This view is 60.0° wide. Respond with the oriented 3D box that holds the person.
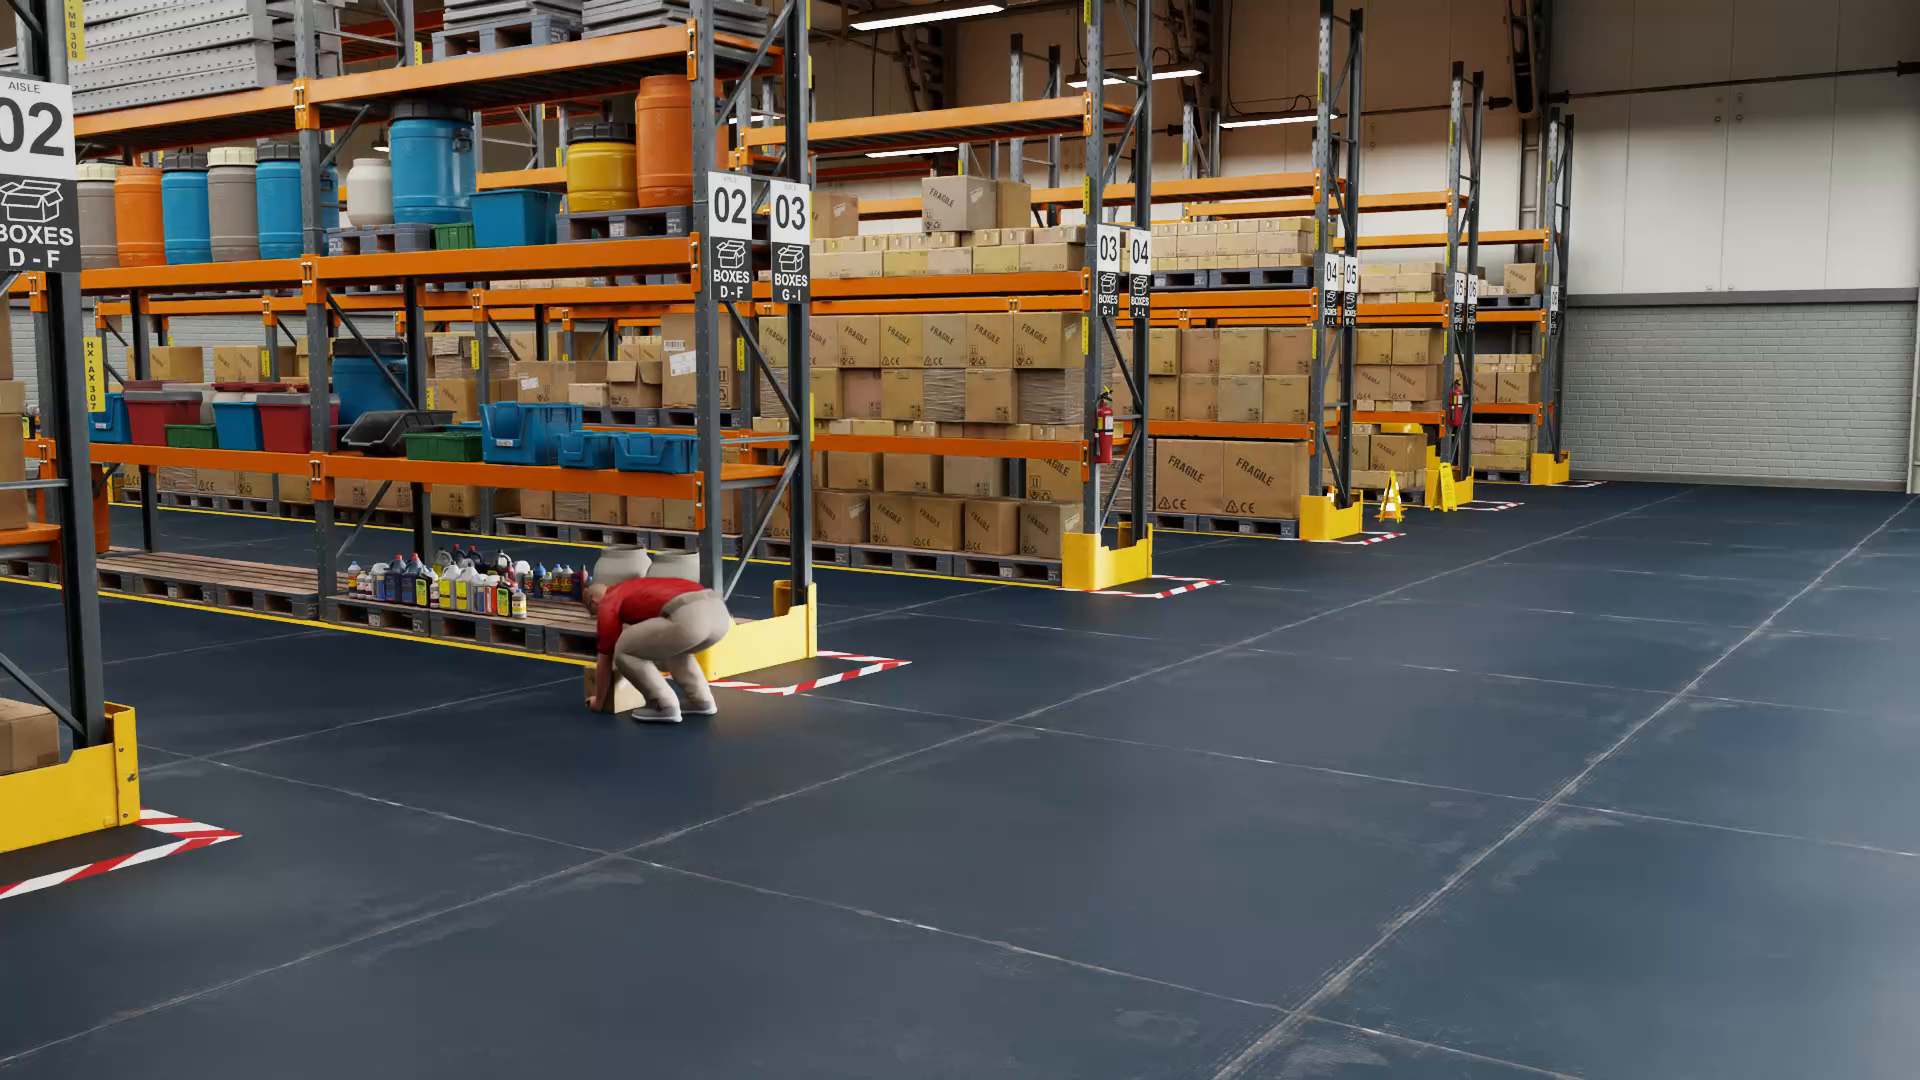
[{"bbox_3d":[-1.775,0.621,9.566,0.954,0.814,0.536,4,7,32],"label":"person"}]
